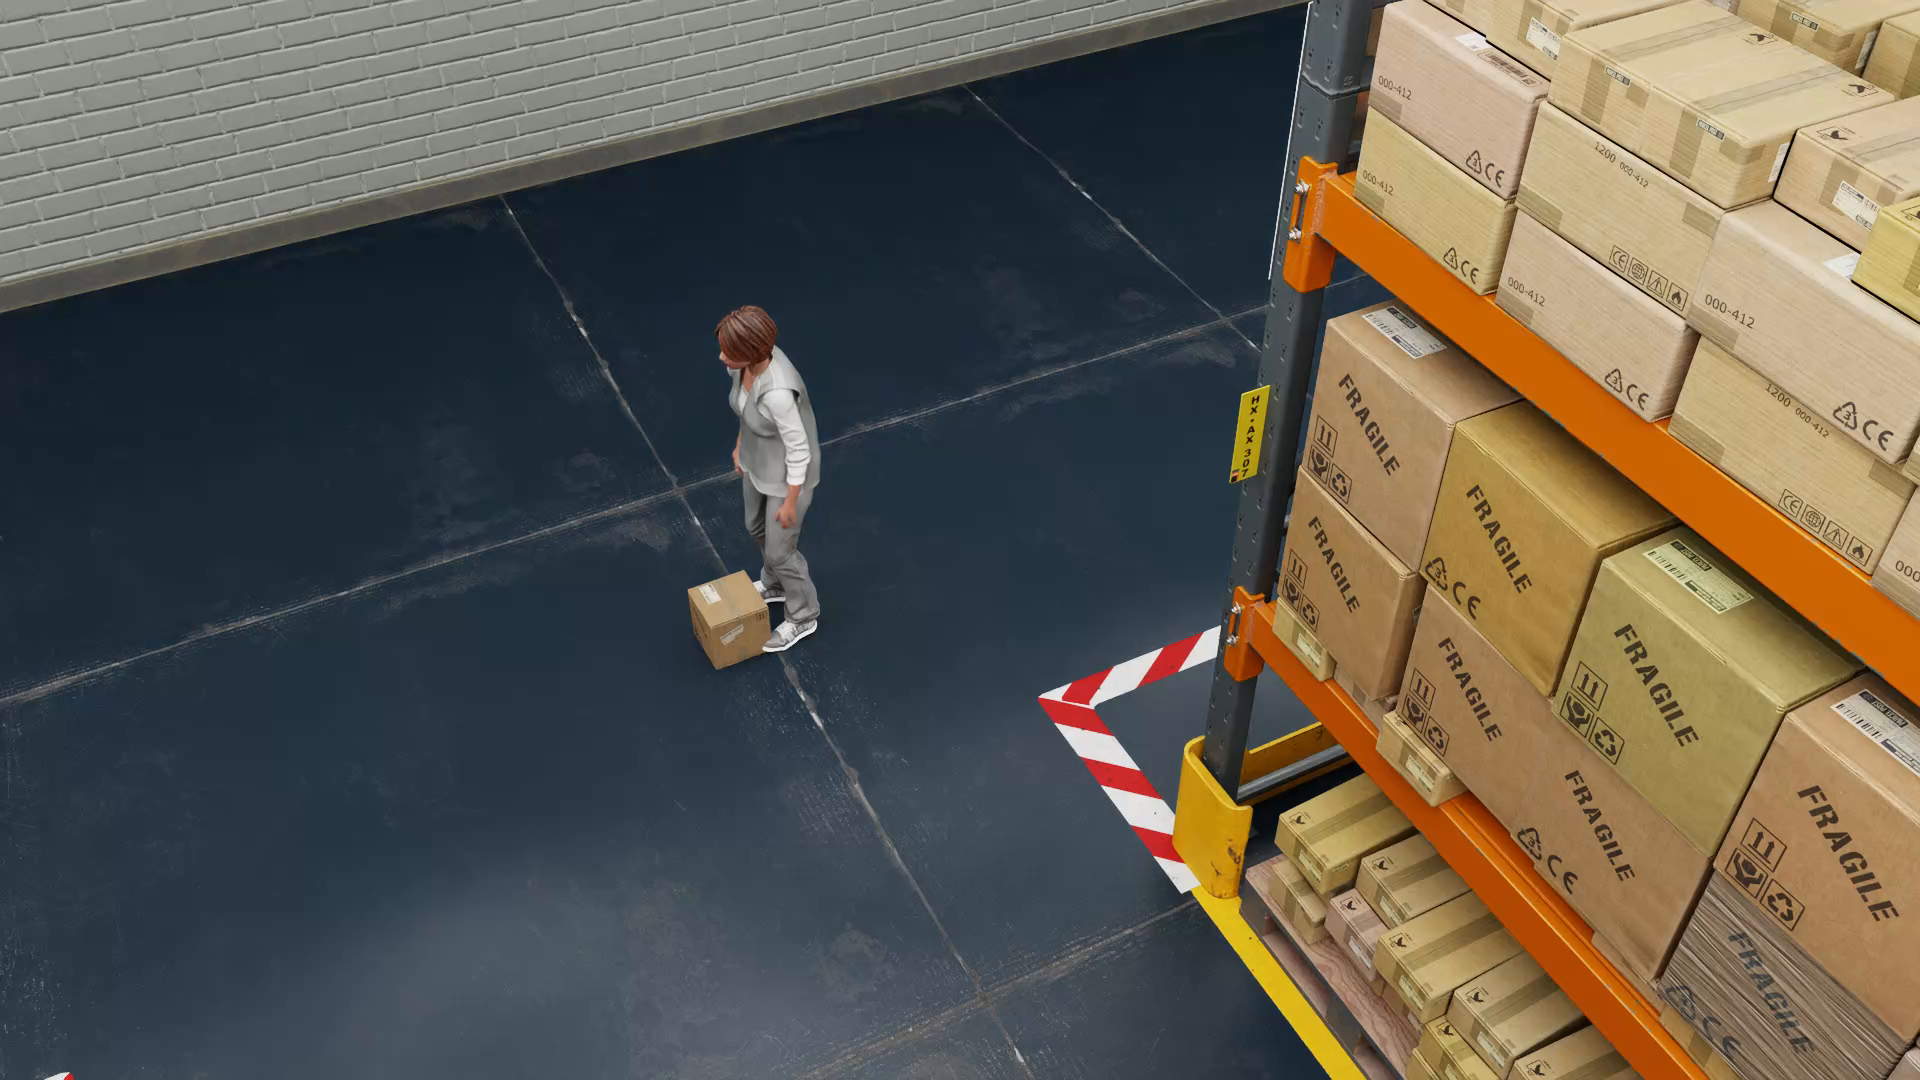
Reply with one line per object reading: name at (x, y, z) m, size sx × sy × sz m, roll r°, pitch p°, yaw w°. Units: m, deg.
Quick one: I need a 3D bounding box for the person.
person at (-0.727, -0.251, 6.447) m, size 0.340 × 1.594 × 0.484 m, roll -21°, pitch 46°, yaw -22°
